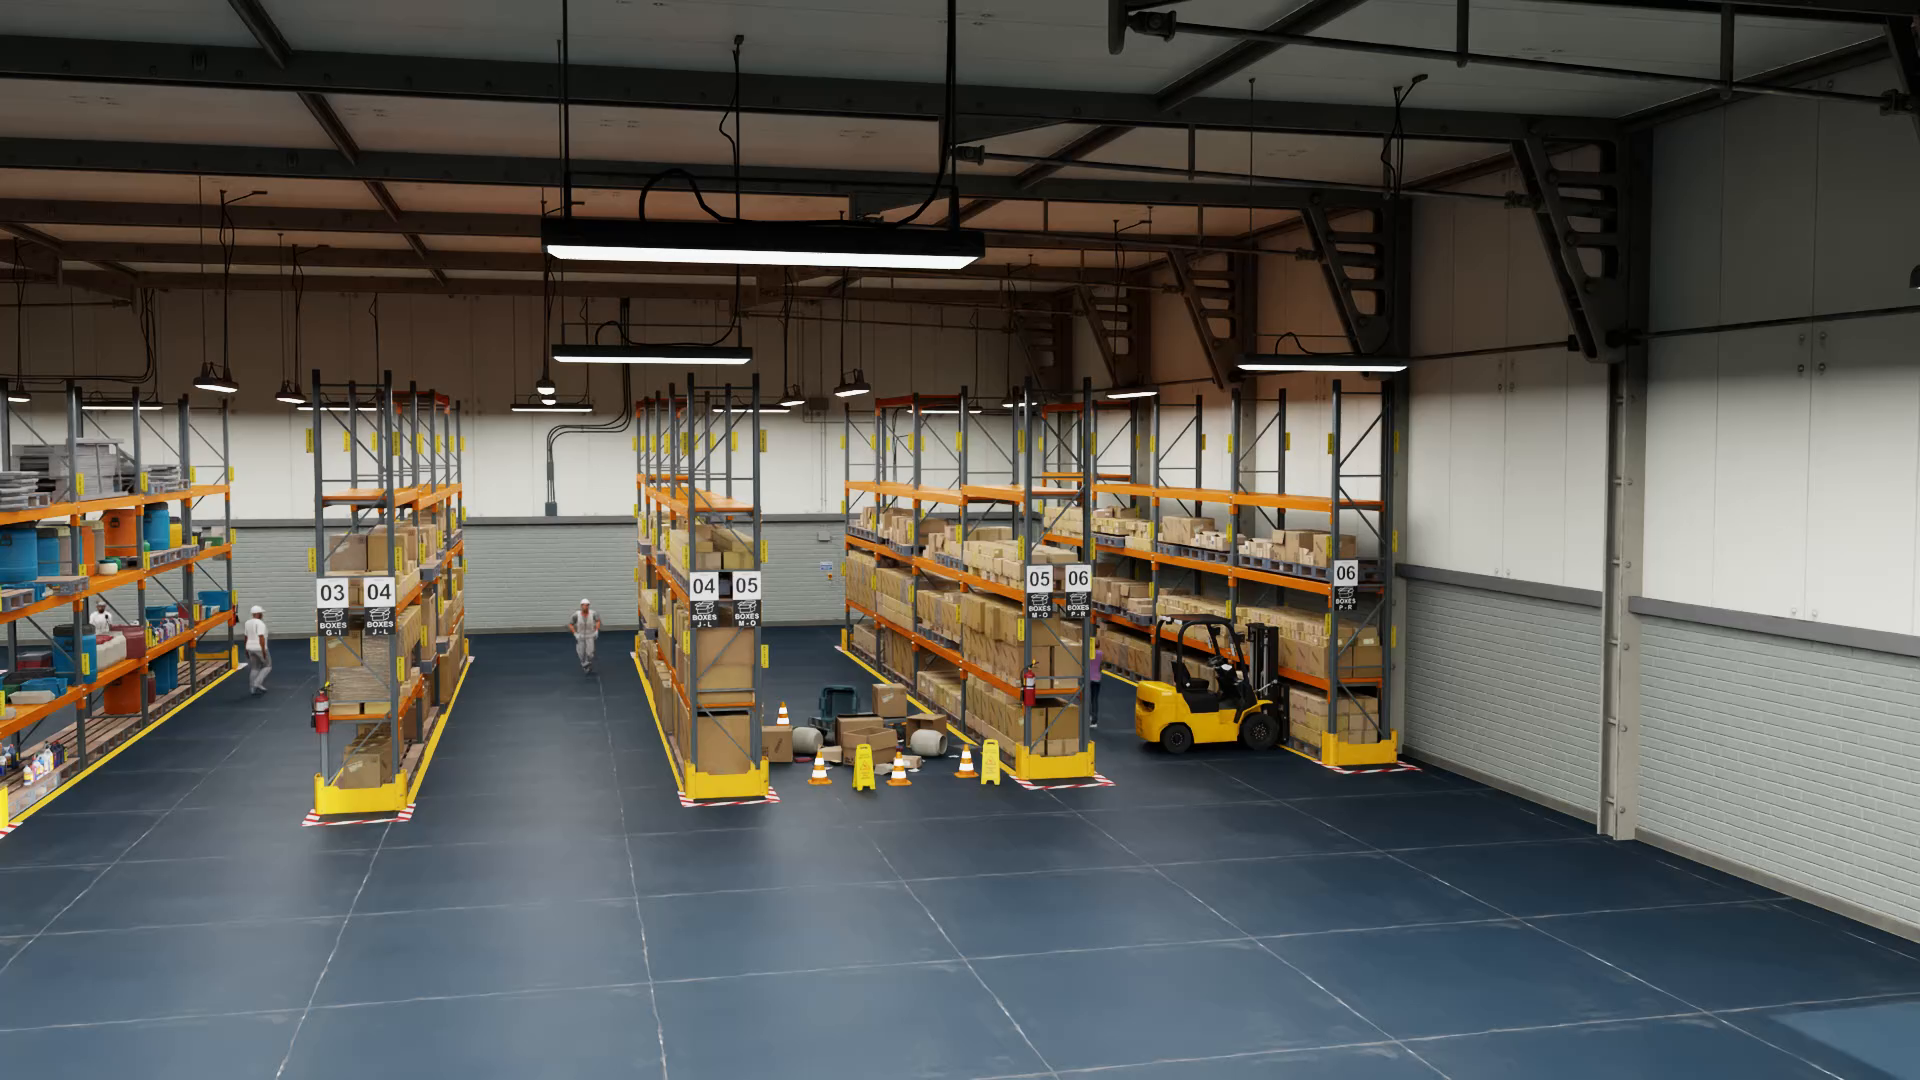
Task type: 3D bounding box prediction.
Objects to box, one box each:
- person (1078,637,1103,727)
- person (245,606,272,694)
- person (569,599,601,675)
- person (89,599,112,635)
[{"bbox_3d":[2.333,2.502,29.306,0.441,1.603,0.447,-1,3,-19],"label":"person"},{"bbox_3d":[-14.077,2.198,33.247,0.598,1.754,0.501,1,3,19],"label":"person"},{"bbox_3d":[-8.094,2.094,35.879,0.651,1.686,0.628,0,3,-5],"label":"person"},{"bbox_3d":[-18.542,2.094,35.860,0.445,1.635,1.005,0,3,-9],"label":"person"}]
